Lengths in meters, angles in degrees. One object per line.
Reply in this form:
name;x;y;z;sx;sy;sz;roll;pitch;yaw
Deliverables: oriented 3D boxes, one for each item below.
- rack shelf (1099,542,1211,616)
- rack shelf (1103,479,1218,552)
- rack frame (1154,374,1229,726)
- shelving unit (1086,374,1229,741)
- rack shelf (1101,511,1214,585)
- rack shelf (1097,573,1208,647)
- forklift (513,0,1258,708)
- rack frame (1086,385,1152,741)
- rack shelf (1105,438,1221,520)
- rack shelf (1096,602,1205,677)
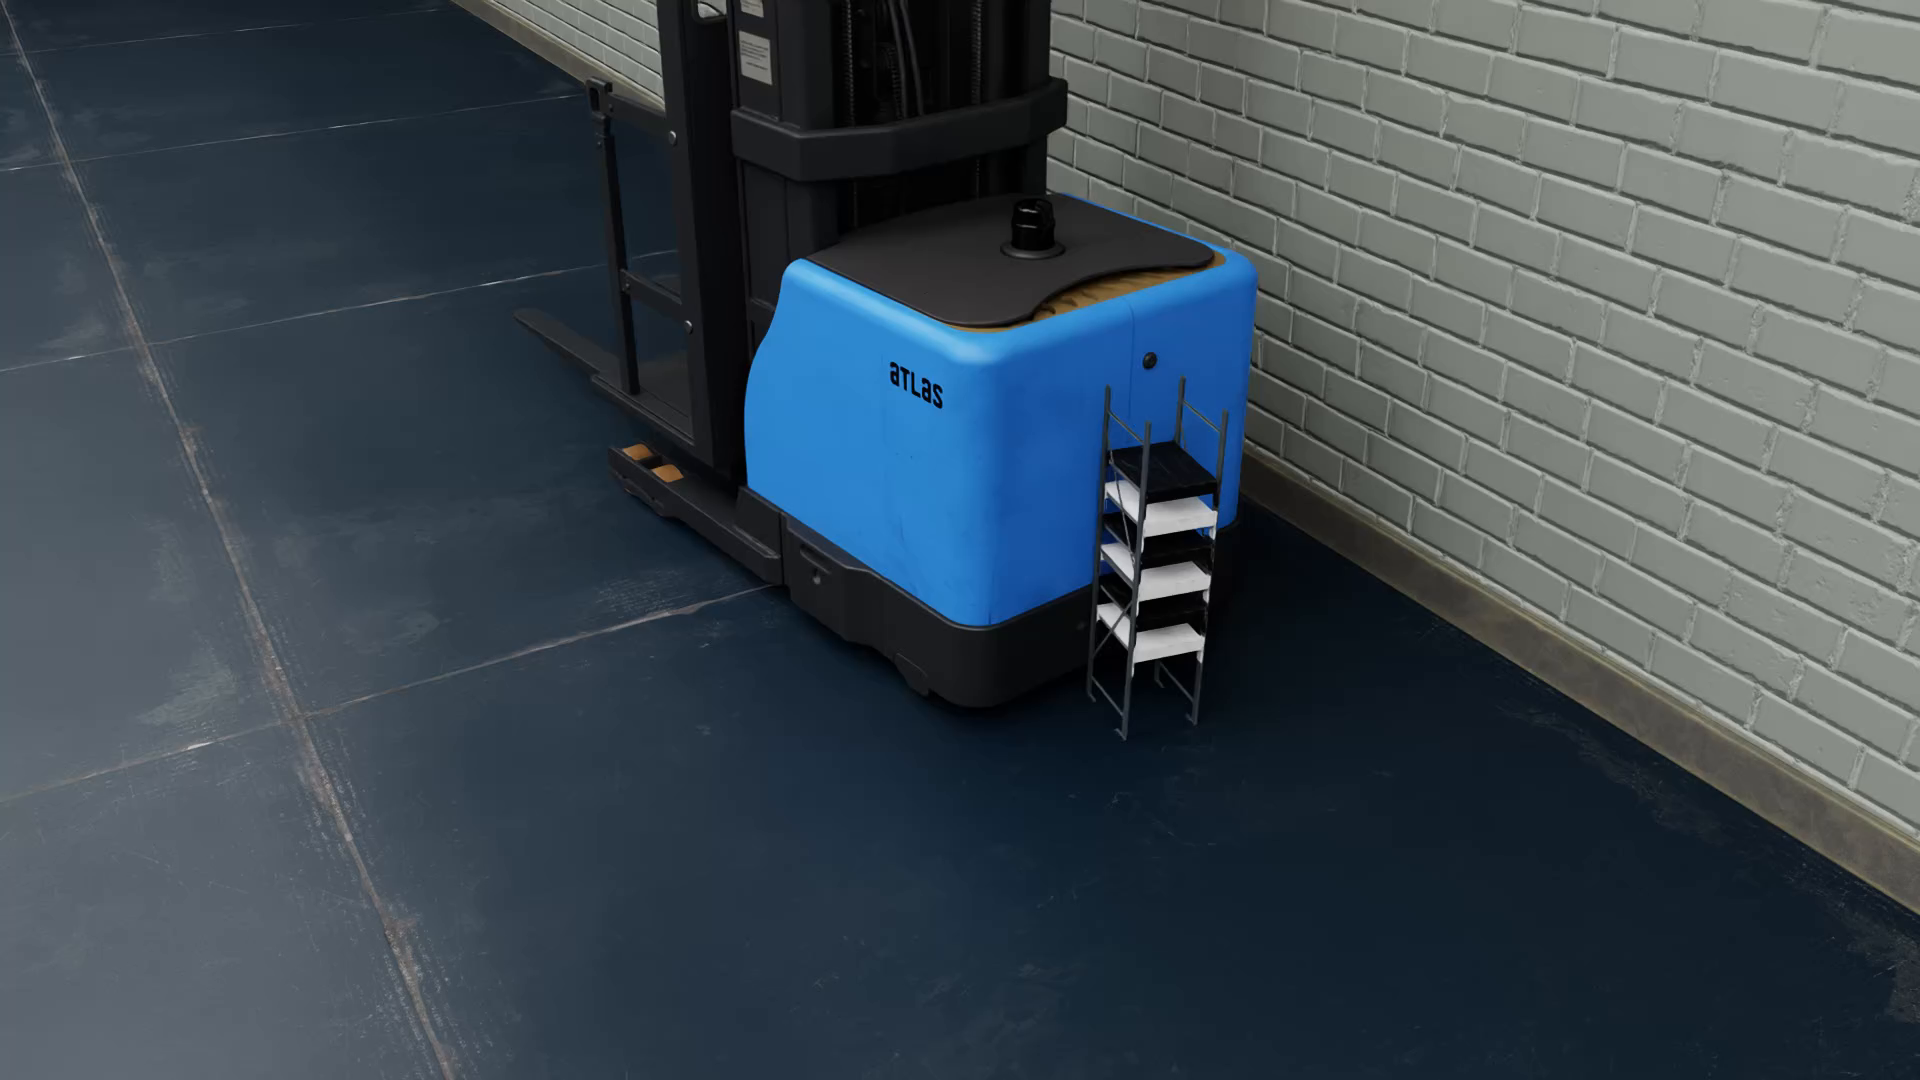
rack shelf;0.488;0.083;4.233;0.200;0.077;0.258;-9;30;-19
rack shelf;0.491;-0.075;4.147;0.200;0.077;0.258;-9;30;-19
rack frame;0.584;0.038;4.249;0.006;0.900;0.240;-9;30;-19
shelving unit;0.489;0.054;4.217;0.210;0.900;0.258;-9;30;-19
rack shelf;0.490;0.004;4.190;0.200;0.077;0.258;-9;30;-19
rack shelf;0.487;0.162;4.276;0.200;0.077;0.258;-9;30;-19
forklift;-0.509;-1.493;4.922;1.130;2.935;3.031;-21;35;-33
rack frame;0.394;0.070;4.185;0.006;0.900;0.240;-9;30;-19
rack shelf;0.493;-0.154;4.104;0.200;0.077;0.258;-9;30;-19
rack shelf;0.485;0.241;4.319;0.200;0.077;0.258;-9;30;-19
